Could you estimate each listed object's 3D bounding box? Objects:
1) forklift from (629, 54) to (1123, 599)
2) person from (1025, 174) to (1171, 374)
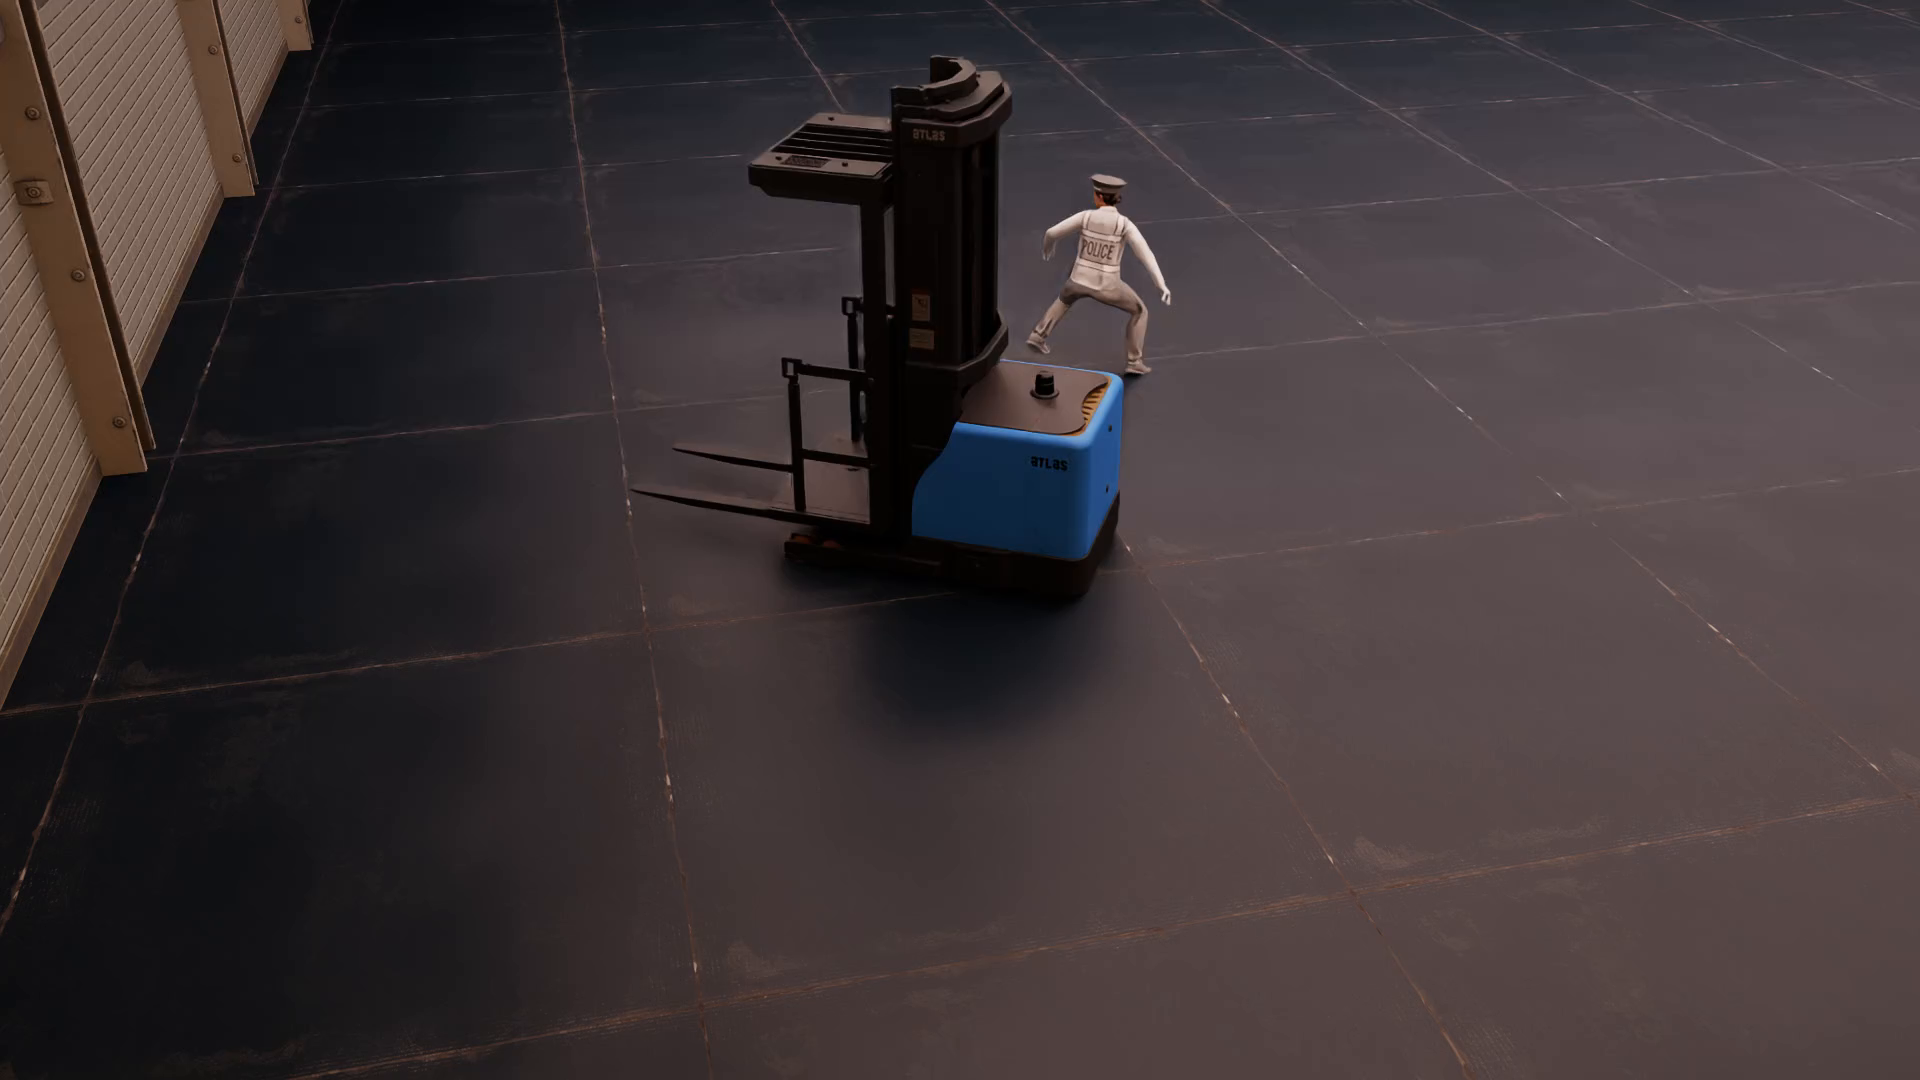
[{"bbox_3d":[-0.572,-1.340,9.889,3.031,2.935,1.130,9,31,15],"label":"forklift"},{"bbox_3d":[1.075,-1.933,12.387,1.080,1.557,0.475,12,32,20],"label":"person"}]
